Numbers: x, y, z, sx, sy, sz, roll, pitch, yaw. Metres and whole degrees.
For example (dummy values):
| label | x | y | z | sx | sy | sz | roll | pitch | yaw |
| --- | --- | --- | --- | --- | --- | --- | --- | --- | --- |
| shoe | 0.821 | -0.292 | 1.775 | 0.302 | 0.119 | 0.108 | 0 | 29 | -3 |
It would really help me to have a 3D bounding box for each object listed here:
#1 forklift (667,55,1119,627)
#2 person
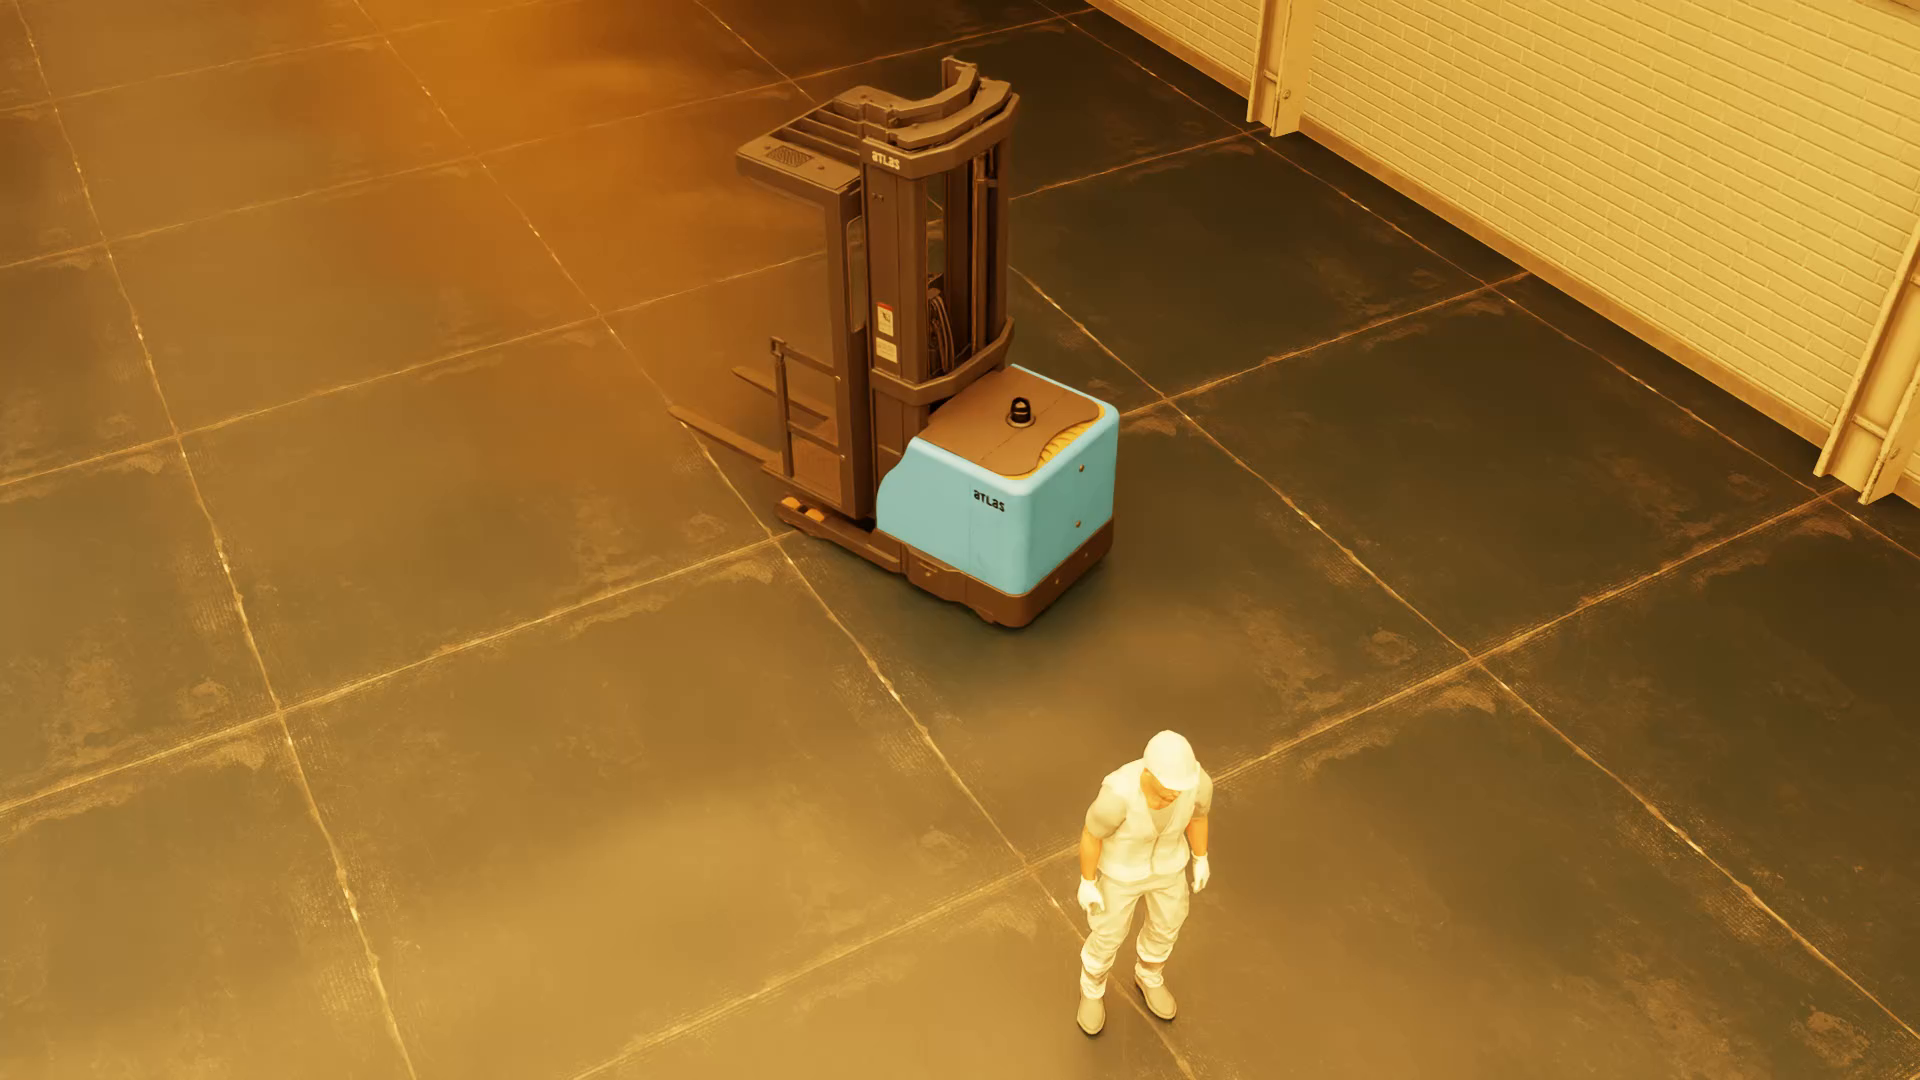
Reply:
| label | x | y | z | sx | sy | sz | roll | pitch | yaw |
| --- | --- | --- | --- | --- | --- | --- | --- | --- | --- |
| forklift | -0.541 | -1.395 | 9.718 | 3.031 | 2.935 | 1.130 | 26 | 46 | 28 |
| person | 0.800 | 1.446 | 7.199 | 0.612 | 1.778 | 0.451 | -10 | 41 | -12 |
